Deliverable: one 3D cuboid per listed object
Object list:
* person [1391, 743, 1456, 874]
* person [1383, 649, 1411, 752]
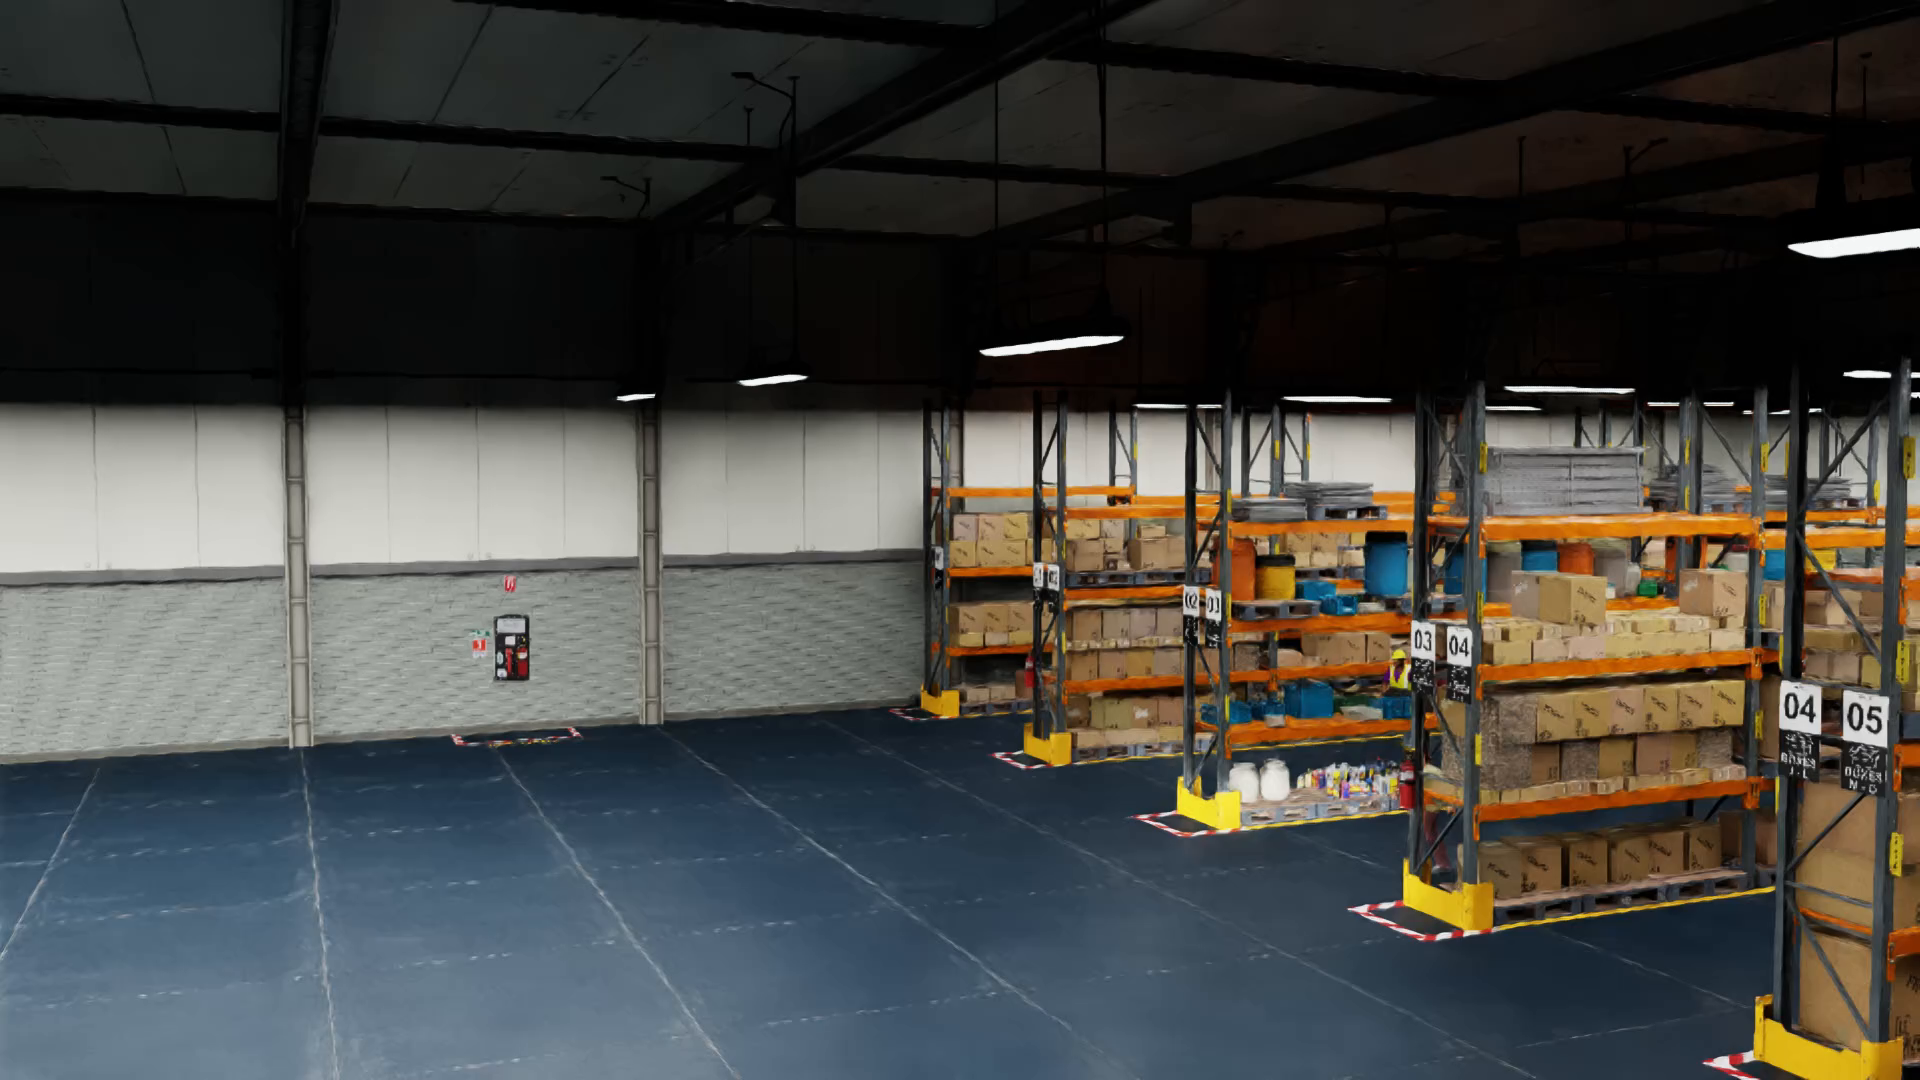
[{"bbox_3d":[5.542,3.197,19.755,0.799,1.600,0.603,-1,4,-17],"label":"person"},{"bbox_3d":[7.457,2.667,27.893,0.825,1.702,0.698,-3,4,-39],"label":"person"}]
